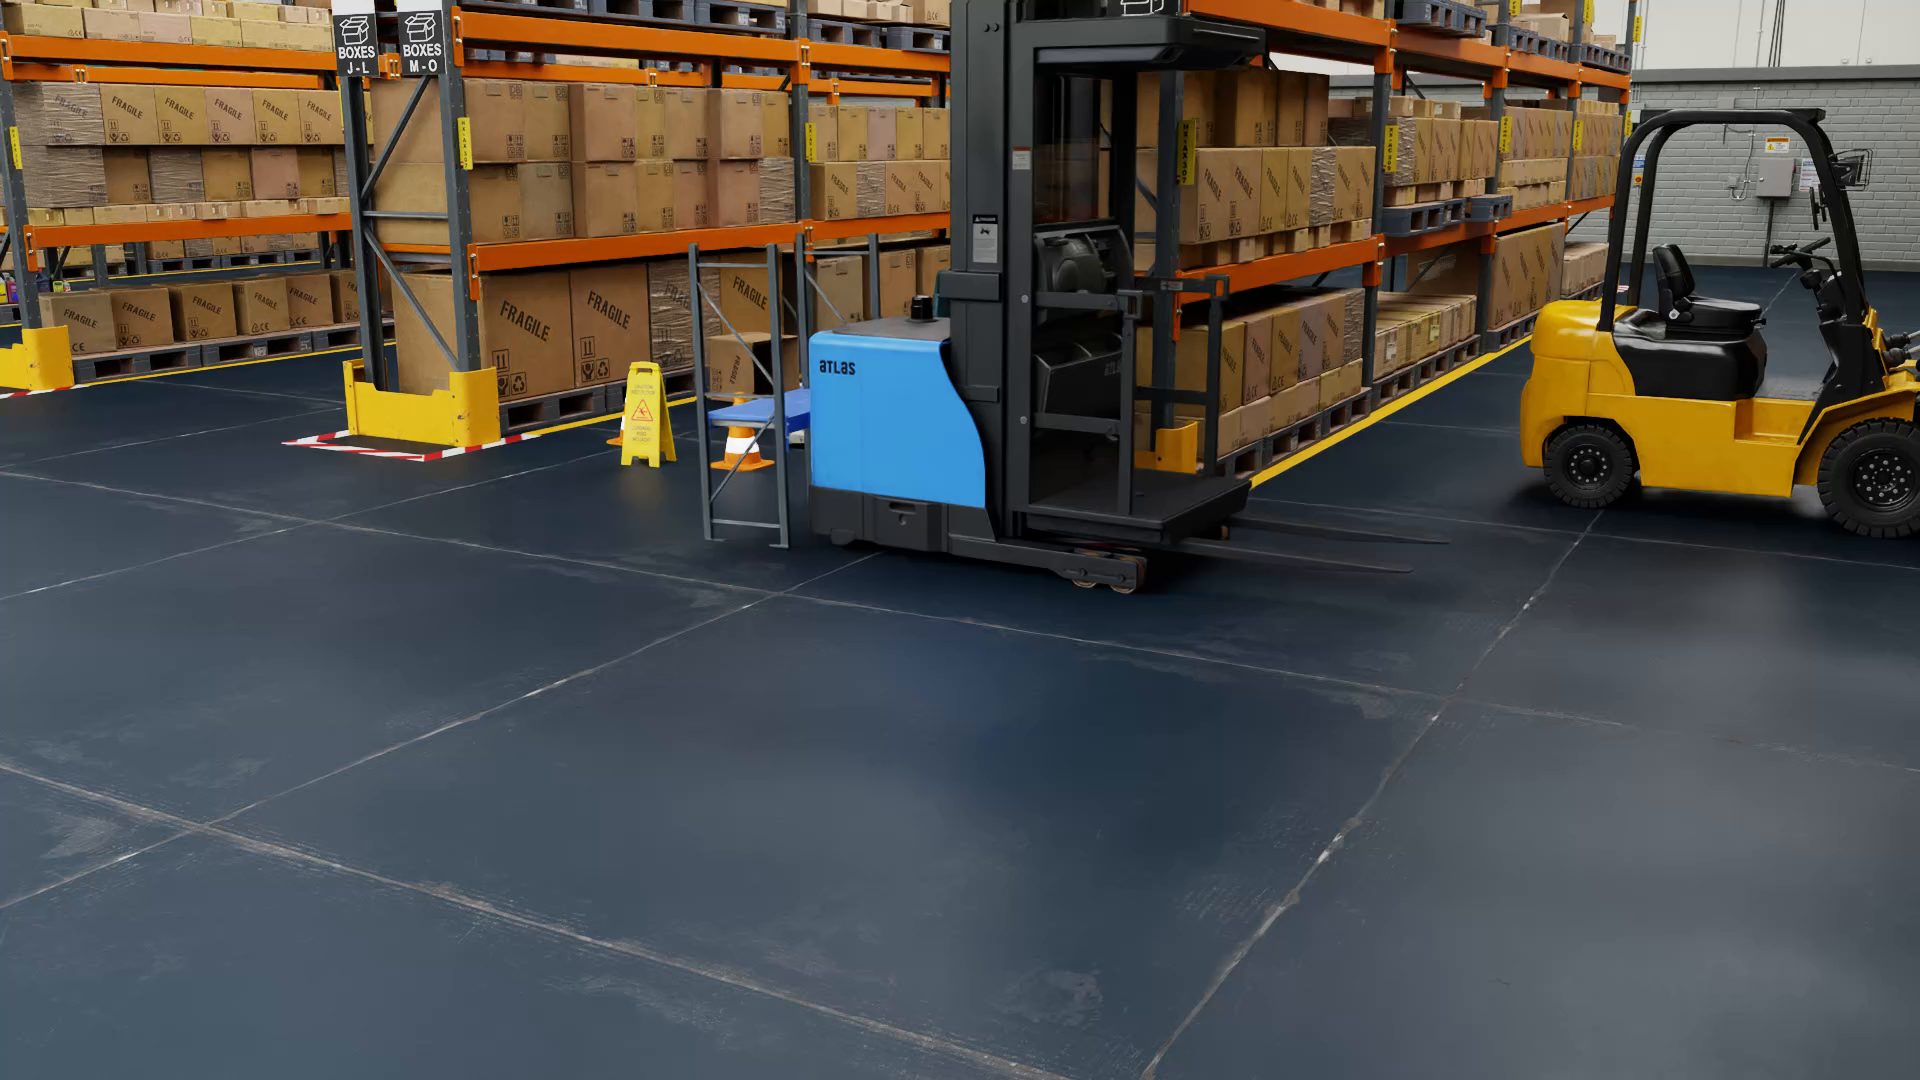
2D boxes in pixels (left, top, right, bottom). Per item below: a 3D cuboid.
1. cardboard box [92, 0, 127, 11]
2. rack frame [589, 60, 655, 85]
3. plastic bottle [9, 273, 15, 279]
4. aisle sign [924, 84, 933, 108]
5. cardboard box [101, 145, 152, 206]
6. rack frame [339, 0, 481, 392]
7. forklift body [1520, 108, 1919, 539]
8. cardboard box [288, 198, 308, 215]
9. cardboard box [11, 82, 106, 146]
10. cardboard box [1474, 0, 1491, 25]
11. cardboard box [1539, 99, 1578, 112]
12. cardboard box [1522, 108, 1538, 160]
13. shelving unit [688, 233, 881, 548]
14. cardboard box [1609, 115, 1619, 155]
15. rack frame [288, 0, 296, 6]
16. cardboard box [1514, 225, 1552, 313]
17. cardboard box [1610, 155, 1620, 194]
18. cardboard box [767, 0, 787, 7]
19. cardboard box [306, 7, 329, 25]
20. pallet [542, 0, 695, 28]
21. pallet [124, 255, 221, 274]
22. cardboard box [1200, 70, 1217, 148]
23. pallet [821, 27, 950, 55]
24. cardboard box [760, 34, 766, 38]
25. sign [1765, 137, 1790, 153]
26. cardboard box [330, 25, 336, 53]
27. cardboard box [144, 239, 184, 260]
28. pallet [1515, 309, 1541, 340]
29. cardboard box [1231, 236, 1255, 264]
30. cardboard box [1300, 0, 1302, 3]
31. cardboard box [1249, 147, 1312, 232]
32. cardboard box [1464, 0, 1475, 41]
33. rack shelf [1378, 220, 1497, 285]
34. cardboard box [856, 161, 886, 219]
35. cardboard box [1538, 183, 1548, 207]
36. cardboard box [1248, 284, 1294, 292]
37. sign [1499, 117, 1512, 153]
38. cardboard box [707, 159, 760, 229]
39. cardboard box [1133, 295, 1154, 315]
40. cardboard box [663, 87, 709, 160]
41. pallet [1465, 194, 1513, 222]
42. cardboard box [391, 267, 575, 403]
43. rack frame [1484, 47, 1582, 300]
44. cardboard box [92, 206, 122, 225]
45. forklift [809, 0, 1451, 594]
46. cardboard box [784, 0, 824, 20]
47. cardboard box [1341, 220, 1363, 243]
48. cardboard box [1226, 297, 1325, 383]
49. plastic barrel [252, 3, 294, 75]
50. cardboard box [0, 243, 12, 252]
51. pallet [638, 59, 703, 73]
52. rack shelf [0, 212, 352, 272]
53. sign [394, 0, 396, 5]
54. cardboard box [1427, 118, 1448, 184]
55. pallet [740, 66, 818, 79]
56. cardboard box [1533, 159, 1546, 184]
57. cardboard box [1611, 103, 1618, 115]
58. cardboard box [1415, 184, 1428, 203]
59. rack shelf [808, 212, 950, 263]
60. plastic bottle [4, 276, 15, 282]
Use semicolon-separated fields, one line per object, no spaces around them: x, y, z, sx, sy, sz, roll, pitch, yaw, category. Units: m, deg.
-7.233;-4.526;13.976;0.380;0.149;0.250;8;16;30;cardboard box
-4.120;-4.402;20.392;1.000;3.000;0.127;7;15;28;rack frame
-10.966;-2.939;19.180;0.061;0.283;0.133;7;15;28;plastic bottle
-0.480;-7.356;27.098;0.394;0.787;0.004;7;15;28;aisle sign
-7.561;-3.180;14.475;0.875;0.500;0.500;7;15;28;cardboard box
-3.694;-2.178;11.167;1.000;3.000;0.127;7;15;28;rack frame
4.355;-1.259;9.168;2.313;2.155;1.214;7;15;28;forklift body
-6.462;-3.187;15.888;0.380;0.149;0.250;7;15;28;cardboard box
-7.483;-3.522;13.760;0.500;0.500;0.500;7;15;28;cardboard box
4.605;-5.086;15.714;0.797;0.503;0.637;6;15;25;cardboard box
6.869;-4.985;19.081;0.380;0.149;0.250;7;15;27;cardboard box
5.503;-4.095;16.771;0.500;0.500;0.500;8;16;30;cardboard box
-0.873;-0.821;8.713;0.538;1.500;1.048;5;14;25;shelving unit
8.171;-5.219;21.433;0.500;0.500;0.500;7;15;28;cardboard box
-10.856;-9.262;27.752;1.000;3.000;0.127;7;15;28;rack frame
5.829;-2.949;18.001;0.875;0.875;0.875;8;16;30;cardboard box
8.421;-4.840;21.996;0.500;0.500;0.500;7;15;28;cardboard box
-1.657;-4.476;13.728;0.380;0.149;0.250;7;15;28;cardboard box
-6.212;-4.955;15.757;0.380;0.149;0.250;7;15;25;cardboard box
-2.756;-3.998;12.505;1.003;0.211;1.213;7;15;28;pallet
-12.396;-4.318;25.995;1.003;0.211;1.213;7;15;28;pallet
1.151;-2.666;10.210;0.700;0.500;0.500;7;15;27;cardboard box
-0.630;-4.818;16.120;1.003;0.211;1.213;8;16;31;pallet
-2.458;-6.813;22.886;0.700;0.500;0.500;8;16;29;cardboard box
12.948;-6.262;26.347;0.339;0.242;0.001;7;15;28;sign
-6.045;-4.843;16.144;0.500;0.250;0.500;8;16;30;cardboard box
-12.320;-4.585;25.545;0.500;0.500;0.500;8;16;30;cardboard box
5.593;-2.326;17.732;1.003;0.211;1.213;7;15;28;pallet
1.505;-1.707;9.752;0.380;0.149;0.250;8;16;29;cardboard box
1.905;-3.389;10.326;0.380;0.149;0.250;7;15;28;cardboard box
1.891;-2.213;10.466;0.500;0.500;0.500;7;15;27;cardboard box
4.088;-4.593;14.570;0.700;0.500;0.500;7;15;28;cardboard box
3.588;-2.519;14.117;1.077;0.370;4.000;7;15;28;rack shelf
-1.027;-3.228;15.311;0.500;0.500;0.500;8;15;28;cardboard box
5.985;-3.701;17.803;0.500;0.250;0.500;7;15;27;cardboard box
2.100;-1.600;12.141;0.500;0.500;0.500;8;16;31;cardboard box
5.035;-3.744;15.362;0.100;0.325;0.005;7;15;28;sign
-2.174;-2.879;13.755;0.875;0.550;0.550;7;15;28;cardboard box
0.966;-1.462;10.184;0.380;0.149;0.250;8;16;30;cardboard box
-2.514;-3.303;13.212;0.875;0.550;0.550;7;15;28;cardboard box
4.304;-3.028;15.101;1.213;0.211;1.003;7;15;28;pallet
-3.424;-1.496;11.975;0.875;0.875;0.875;7;15;28;cardboard box
6.489;-4.100;19.139;1.000;3.000;0.127;7;15;28;rack frame
-7.369;-2.769;14.154;0.380;0.149;0.250;7;15;28;cardboard box
0.768;-1.322;7.763;3.031;2.935;1.130;8;16;30;forklift
-1.559;-4.800;14.853;0.500;0.250;0.500;8;15;29;cardboard box
2.618;-2.184;11.728;0.380;0.149;0.250;8;16;29;cardboard box
2.080;-1.329;11.018;0.500;0.500;0.500;8;16;31;cardboard box
-9.043;-6.521;21.713;0.600;0.901;0.600;0;14;0;plastic barrel
-13.564;-4.217;23.398;0.500;0.311;0.500;8;16;30;cardboard box
-3.855;-5.906;20.636;1.213;0.211;1.003;8;16;31;pallet
-7.020;-2.821;15.371;1.077;0.370;4.000;7;15;28;rack shelf
-5.575;-5.231;16.328;0.100;0.325;0.005;7;15;28;sign
3.592;-3.122;13.340;0.500;0.500;0.500;7;15;28;cardboard box
-2.586;-6.394;22.664;0.805;0.209;1.217;7;15;26;pallet
5.776;-3.835;17.292;0.500;0.250;0.500;8;16;29;cardboard box
8.272;-5.557;21.452;0.380;0.149;0.250;7;15;28;cardboard box
3.525;-2.783;13.318;0.380;0.149;0.250;8;16;29;cardboard box
-0.794;-3.059;16.358;1.077;0.370;4.000;7;15;28;rack shelf
-10.683;-2.840;18.785;0.152;0.276;0.135;7;15;28;plastic bottle
